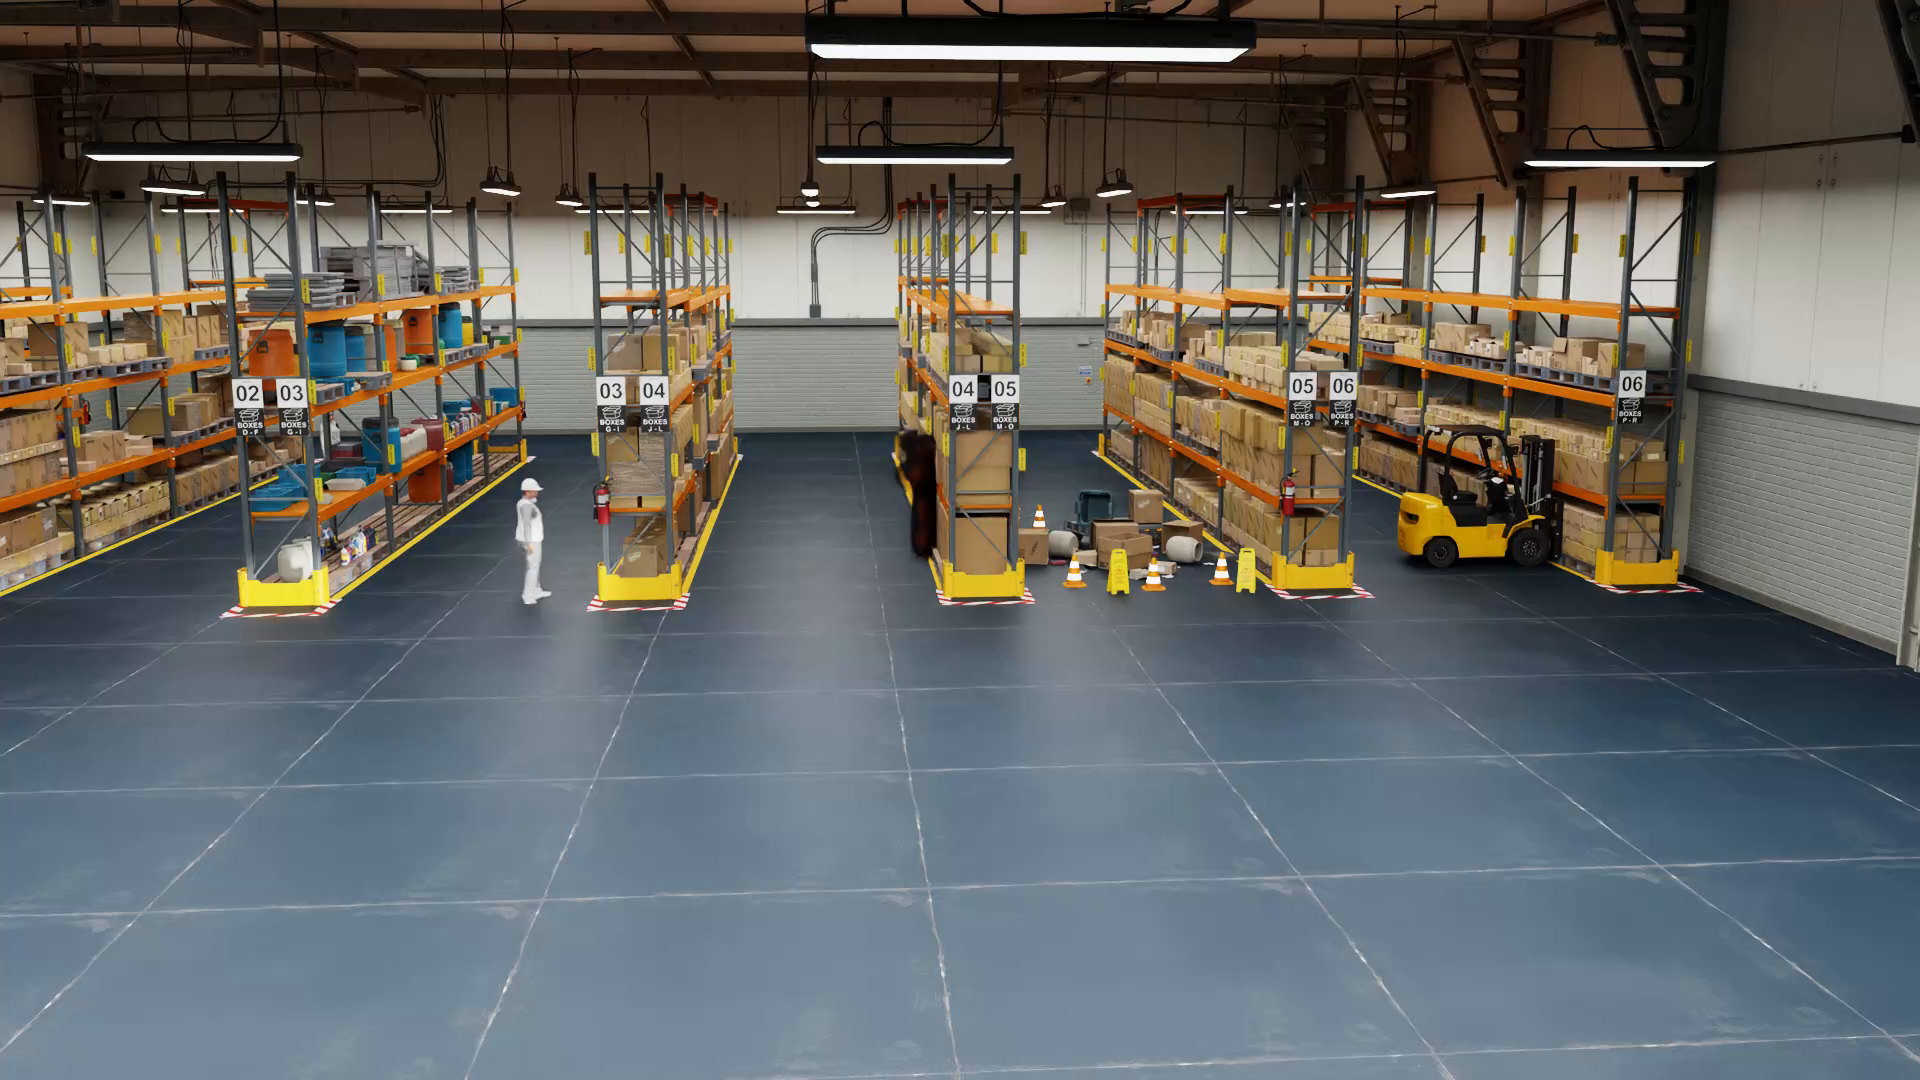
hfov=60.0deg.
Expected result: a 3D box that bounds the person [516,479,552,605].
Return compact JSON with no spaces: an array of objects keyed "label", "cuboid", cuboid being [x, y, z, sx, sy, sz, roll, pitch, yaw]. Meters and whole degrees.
[{"label":"person","cuboid":[-6.075,-0.002,23.683,0.578,1.778,0.547,-7,12,-36]}]

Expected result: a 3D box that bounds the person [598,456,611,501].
[{"label":"person","cuboid":[-6.926,-1.630,32.726,0.409,1.790,0.620,-1,10,-8]}]

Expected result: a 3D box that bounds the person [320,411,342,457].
[{"label":"person","cuboid":[-13.078,-1.897,34.648,0.420,1.688,0.495,1,10,4]}]

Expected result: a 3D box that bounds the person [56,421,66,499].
[{"label":"person","cuboid":[-17.510,-1.491,32.427,0.356,1.673,0.474,0,10,-2]}]

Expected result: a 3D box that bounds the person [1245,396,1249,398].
[{"label":"person","cuboid":[6.344,-2.390,37.047,0.386,1.784,0.605,-1,10,-7]}]
